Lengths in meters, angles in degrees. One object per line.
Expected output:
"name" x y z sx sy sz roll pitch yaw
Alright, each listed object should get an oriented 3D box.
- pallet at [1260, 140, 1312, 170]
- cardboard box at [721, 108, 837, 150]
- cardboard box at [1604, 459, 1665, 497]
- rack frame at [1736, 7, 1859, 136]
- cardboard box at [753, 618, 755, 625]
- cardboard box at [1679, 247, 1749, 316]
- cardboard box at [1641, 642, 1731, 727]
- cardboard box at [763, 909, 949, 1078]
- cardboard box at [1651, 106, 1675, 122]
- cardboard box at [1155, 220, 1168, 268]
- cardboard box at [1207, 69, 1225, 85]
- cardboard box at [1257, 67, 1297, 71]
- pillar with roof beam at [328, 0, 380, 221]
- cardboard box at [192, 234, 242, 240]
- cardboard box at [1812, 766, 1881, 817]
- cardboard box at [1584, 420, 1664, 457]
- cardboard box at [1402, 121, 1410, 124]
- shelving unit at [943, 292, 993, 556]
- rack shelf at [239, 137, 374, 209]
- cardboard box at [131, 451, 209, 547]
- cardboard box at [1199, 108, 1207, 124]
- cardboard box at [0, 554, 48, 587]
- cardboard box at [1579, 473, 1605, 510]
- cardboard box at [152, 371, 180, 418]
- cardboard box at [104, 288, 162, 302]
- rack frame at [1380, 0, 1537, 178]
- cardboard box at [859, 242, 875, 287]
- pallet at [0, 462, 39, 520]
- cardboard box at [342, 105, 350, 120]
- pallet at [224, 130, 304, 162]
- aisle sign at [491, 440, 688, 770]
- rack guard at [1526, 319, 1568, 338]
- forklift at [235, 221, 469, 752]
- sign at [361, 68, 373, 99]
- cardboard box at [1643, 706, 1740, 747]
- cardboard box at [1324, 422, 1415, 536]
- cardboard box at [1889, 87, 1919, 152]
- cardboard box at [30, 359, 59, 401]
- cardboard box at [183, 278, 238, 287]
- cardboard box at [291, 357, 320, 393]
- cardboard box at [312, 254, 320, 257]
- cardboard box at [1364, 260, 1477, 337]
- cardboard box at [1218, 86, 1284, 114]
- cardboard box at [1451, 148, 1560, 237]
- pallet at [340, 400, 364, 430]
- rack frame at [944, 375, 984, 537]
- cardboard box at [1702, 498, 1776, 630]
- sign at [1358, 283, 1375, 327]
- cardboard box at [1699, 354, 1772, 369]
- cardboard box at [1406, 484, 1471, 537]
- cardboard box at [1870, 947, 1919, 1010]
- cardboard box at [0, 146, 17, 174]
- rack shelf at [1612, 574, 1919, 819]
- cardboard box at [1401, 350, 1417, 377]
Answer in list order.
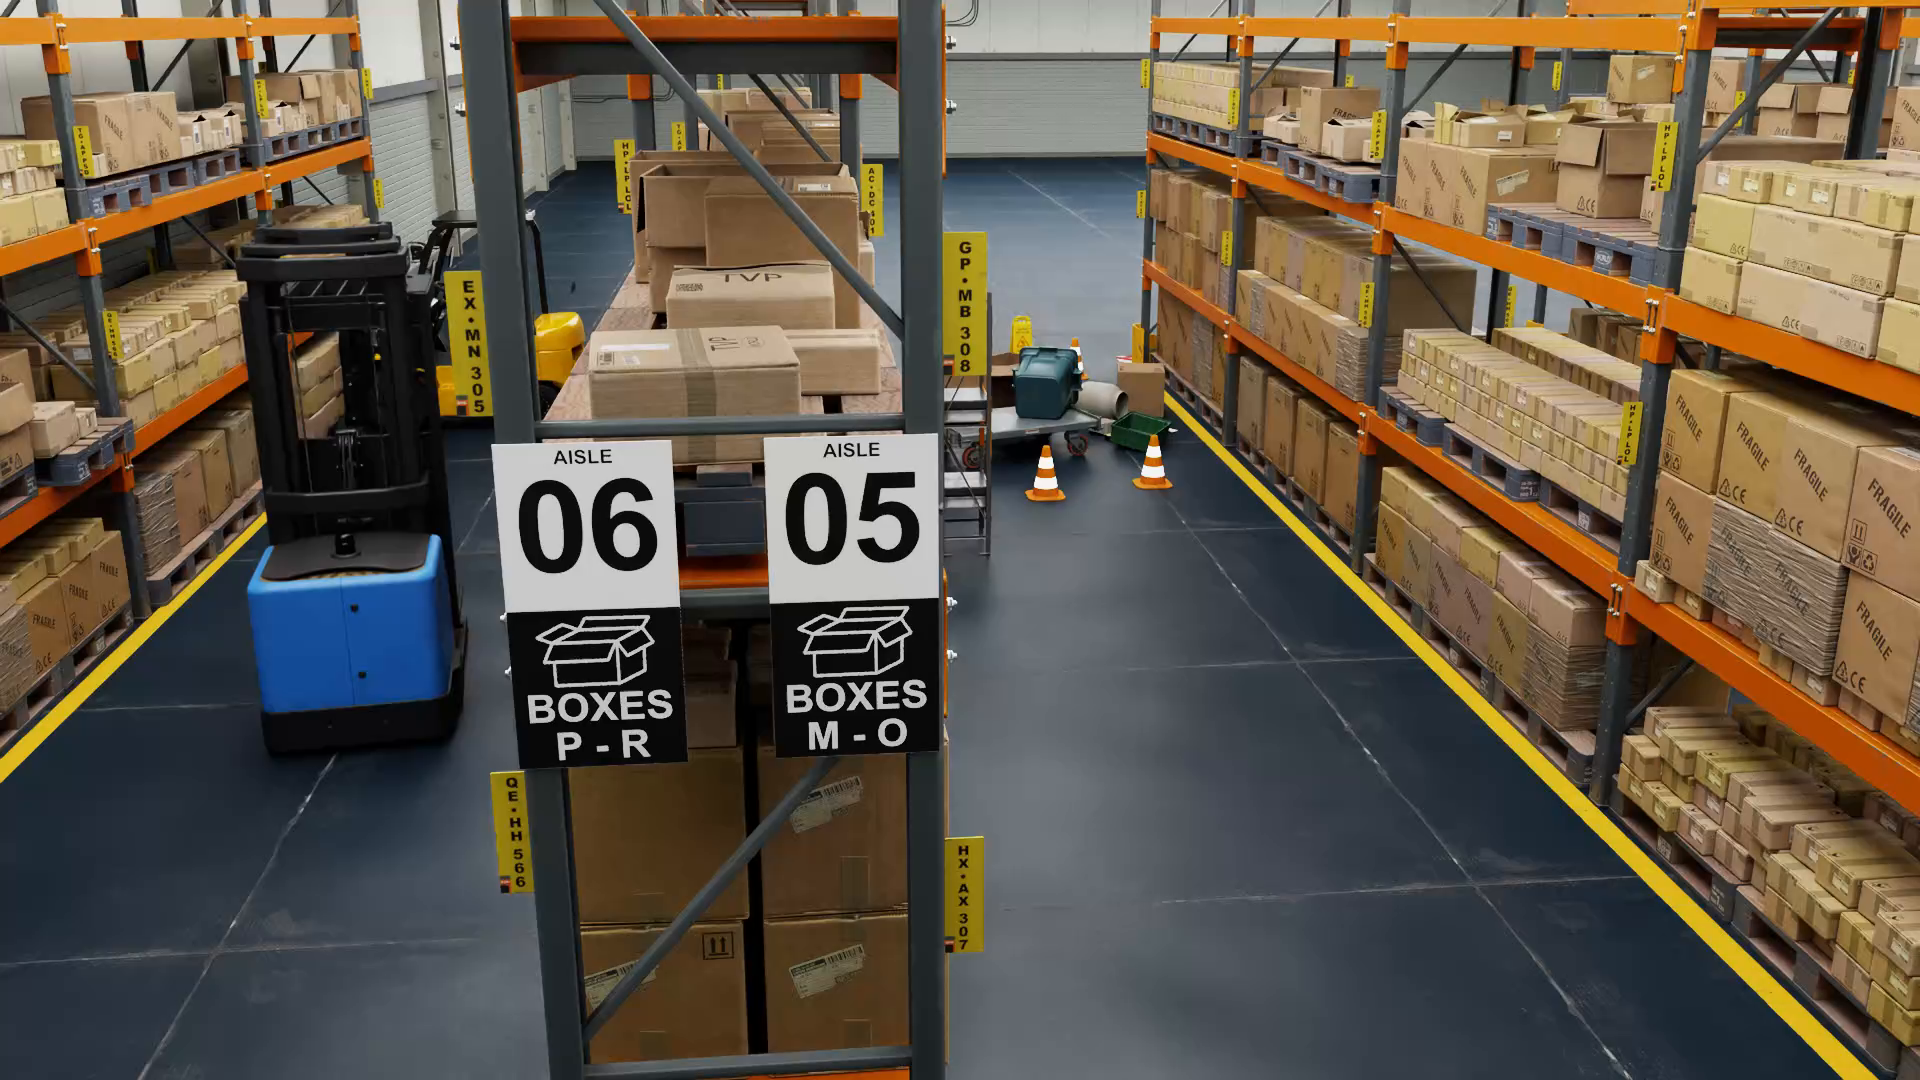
"pallet" 3.277 -3.458 14.996 0.805 0.209 1.217 -2 18 -8
"cardboard box" -1.178 -2.588 11.033 0.797 0.503 0.637 -3 18 -9
"cardboard box" 3.721 -0.341 8.979 0.380 0.149 0.250 -1 17 -4
"rack frame" 8.078 -5.375 15.776 1.000 3.000 0.127 -2 18 -6
"cardboard box" -1.059 0.105 6.500 0.500 0.500 0.500 -1 17 -5
"cardboard box" 3.744 -1.220 7.798 0.500 0.250 0.500 -1 17 -3
"cardboard box" 4.146 0.757 9.729 0.500 0.500 0.500 -1 17 -3
"cardboard box" -0.306 1.169 4.780 0.500 0.500 0.500 -2 18 -6
"cardboard box" 7.616 -4.543 17.718 0.380 0.149 0.250 -1 17 -3
"cardboard box" 2.804 -3.544 19.708 0.875 0.550 0.550 -2 18 -6
"cardboard box" 2.702 -4.654 16.704 0.380 0.149 0.250 -1 17 -5
"cardboard box" 3.302 -4.828 17.260 0.380 0.149 0.250 -2 18 -6
"pillar with roof beam" -4.290 -7.792 23.473 9.100 9.000 0.400 -2 18 -6
"cardboard box" -7.163 -2.865 16.047 0.380 0.149 0.250 -2 18 -7
"cardboard box" 4.302 1.196 7.925 0.380 0.149 0.250 -1 17 -4
"cardboard box" 3.695 -0.565 9.193 0.380 0.149 0.250 -2 18 -7
"cardboard box" 3.639 -3.178 13.166 0.500 0.250 0.500 -1 17 -4
"shelving unit" 0.017 -0.952 13.205 0.431 2.100 0.503 -2 18 -6
"rack shelf" -6.923 -3.736 16.764 1.077 0.370 4.000 -2 18 -6
"cardboard box" -6.430 -0.309 12.917 0.875 0.625 0.625 -1 17 -4
"cardboard box" 2.673 -4.351 17.071 0.380 0.149 0.250 -2 17 -5
"cardboard box" -5.977 0.201 10.417 0.380 0.149 0.250 -1 17 -4
"cardboard box" 3.693 -0.277 9.269 0.380 0.149 0.250 -2 18 -5
"cardboard box" -6.153 -1.079 12.357 0.500 0.250 0.500 -2 18 -7
"cardboard box" -6.846 -1.992 13.765 0.380 0.149 0.250 -2 18 -6
"rack frame" 3.546 -4.061 11.588 1.000 3.000 0.127 -2 18 -6
"cardboard box" -0.543 -1.124 6.792 0.380 0.149 0.250 -1 17 -4
"pallet" -6.099 -0.190 9.595 1.003 0.211 1.213 -2 18 -6
"cardboard box" -6.741 -4.566 17.757 0.380 0.149 0.250 -2 18 -7
"pallet" -6.830 -3.695 15.578 1.003 0.211 1.213 -2 18 -6
"aisle sign" -0.843 0.159 3.823 0.394 0.787 0.004 -2 18 -6
"rack guard" 7.673 -2.490 20.773 1.175 0.500 0.348 -2 18 -6
"forklift" -3.859 -0.583 10.641 1.130 2.935 3.031 -4 18 -13
"sign" -6.588 -5.073 18.473 0.100 0.325 0.005 -2 18 -6
"cardboard box" 3.788 0.978 8.618 0.380 0.149 0.250 -1 17 -3
"cardboard box" 3.573 -0.510 13.347 1.050 0.750 0.750 -2 18 -6
"cardboard box" 8.093 -3.474 13.724 0.500 0.500 0.500 -1 17 -5
"cardboard box" -6.627 -1.153 11.758 0.500 0.250 0.500 -1 17 -4
"cardboard box" -6.443 -2.164 14.312 0.380 0.149 0.250 -2 18 -6
"cardboard box" -6.454 -1.572 15.896 0.500 0.250 0.500 -2 18 -6
"cardboard box" -6.548 -2.821 16.404 0.380 0.149 0.250 -2 18 -6
"cardboard box" 3.510 -1.857 12.749 0.700 0.500 0.500 -2 18 -6
"cardboard box" 2.827 -4.278 16.175 0.500 0.250 0.500 -2 18 -6
"cardboard box" 3.456 -2.201 10.506 0.500 0.500 0.500 -2 18 -6
"pallet" -6.886 -1.325 17.544 1.003 0.211 1.213 -2 18 -6
"rack frame" -0.008 -1.025 13.437 0.400 2.100 0.015 -2 18 -6
"cardboard box" 3.817 0.106 7.667 0.500 0.500 0.500 -2 18 -6
"sign" 2.994 -1.733 12.255 0.100 0.325 0.005 -2 18 -6
"cardboard box" 8.076 -1.641 17.370 0.500 0.500 0.500 -2 18 -7
"cardboard box" 3.429 -0.200 11.526 0.500 0.250 0.500 -2 18 -6
"cardboard box" 3.911 1.746 6.670 0.380 0.149 0.250 -2 17 -5
"cardboard box" -5.974 -2.300 10.076 0.380 0.149 0.250 -2 18 -7
"rack shelf" 4.165 0.932 6.900 1.077 0.370 4.000 -2 18 -6
"cardboard box" 3.396 -1.271 11.938 0.380 0.149 0.250 -1 17 -3
